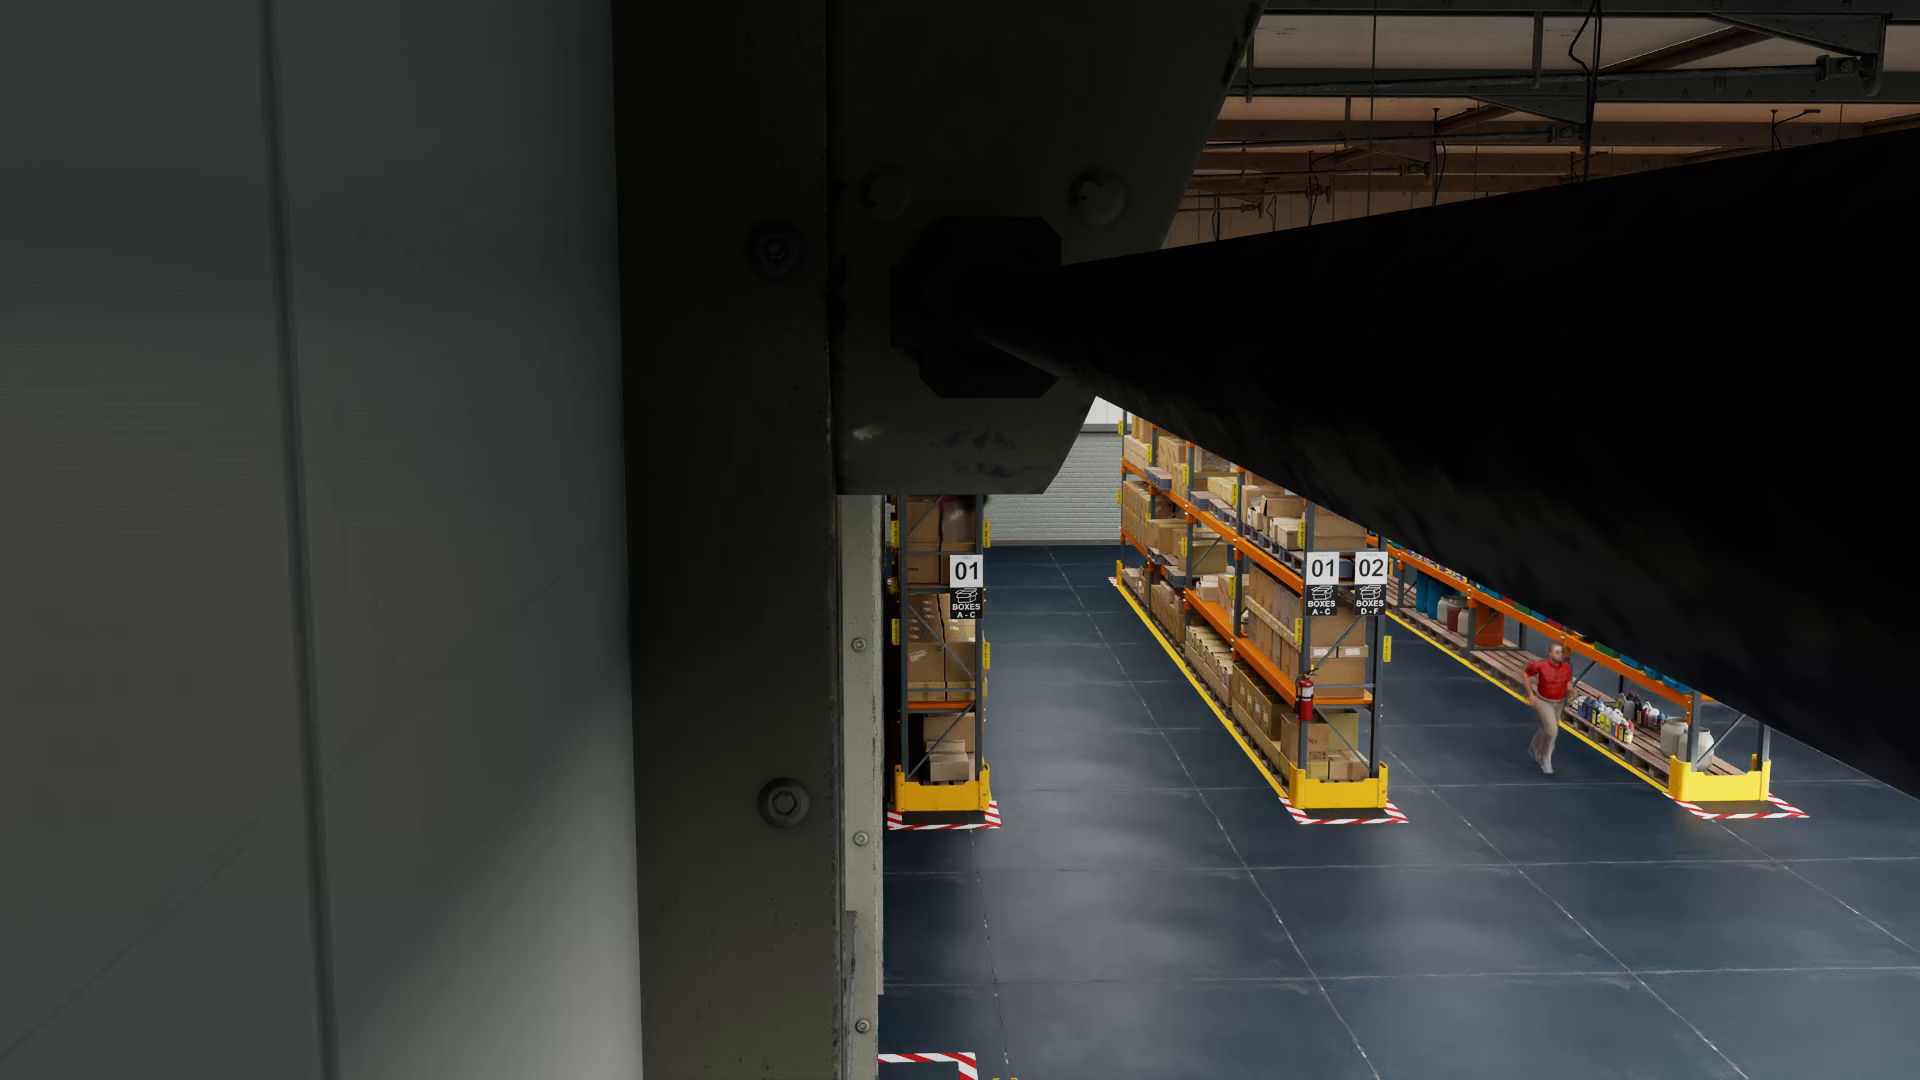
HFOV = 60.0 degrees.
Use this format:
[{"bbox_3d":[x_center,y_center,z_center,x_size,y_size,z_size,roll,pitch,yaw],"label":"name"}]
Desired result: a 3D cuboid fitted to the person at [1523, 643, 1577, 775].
[{"bbox_3d":[7.887,2.244,22.238,0.573,1.777,0.867,-3,9,-20],"label":"person"}]
